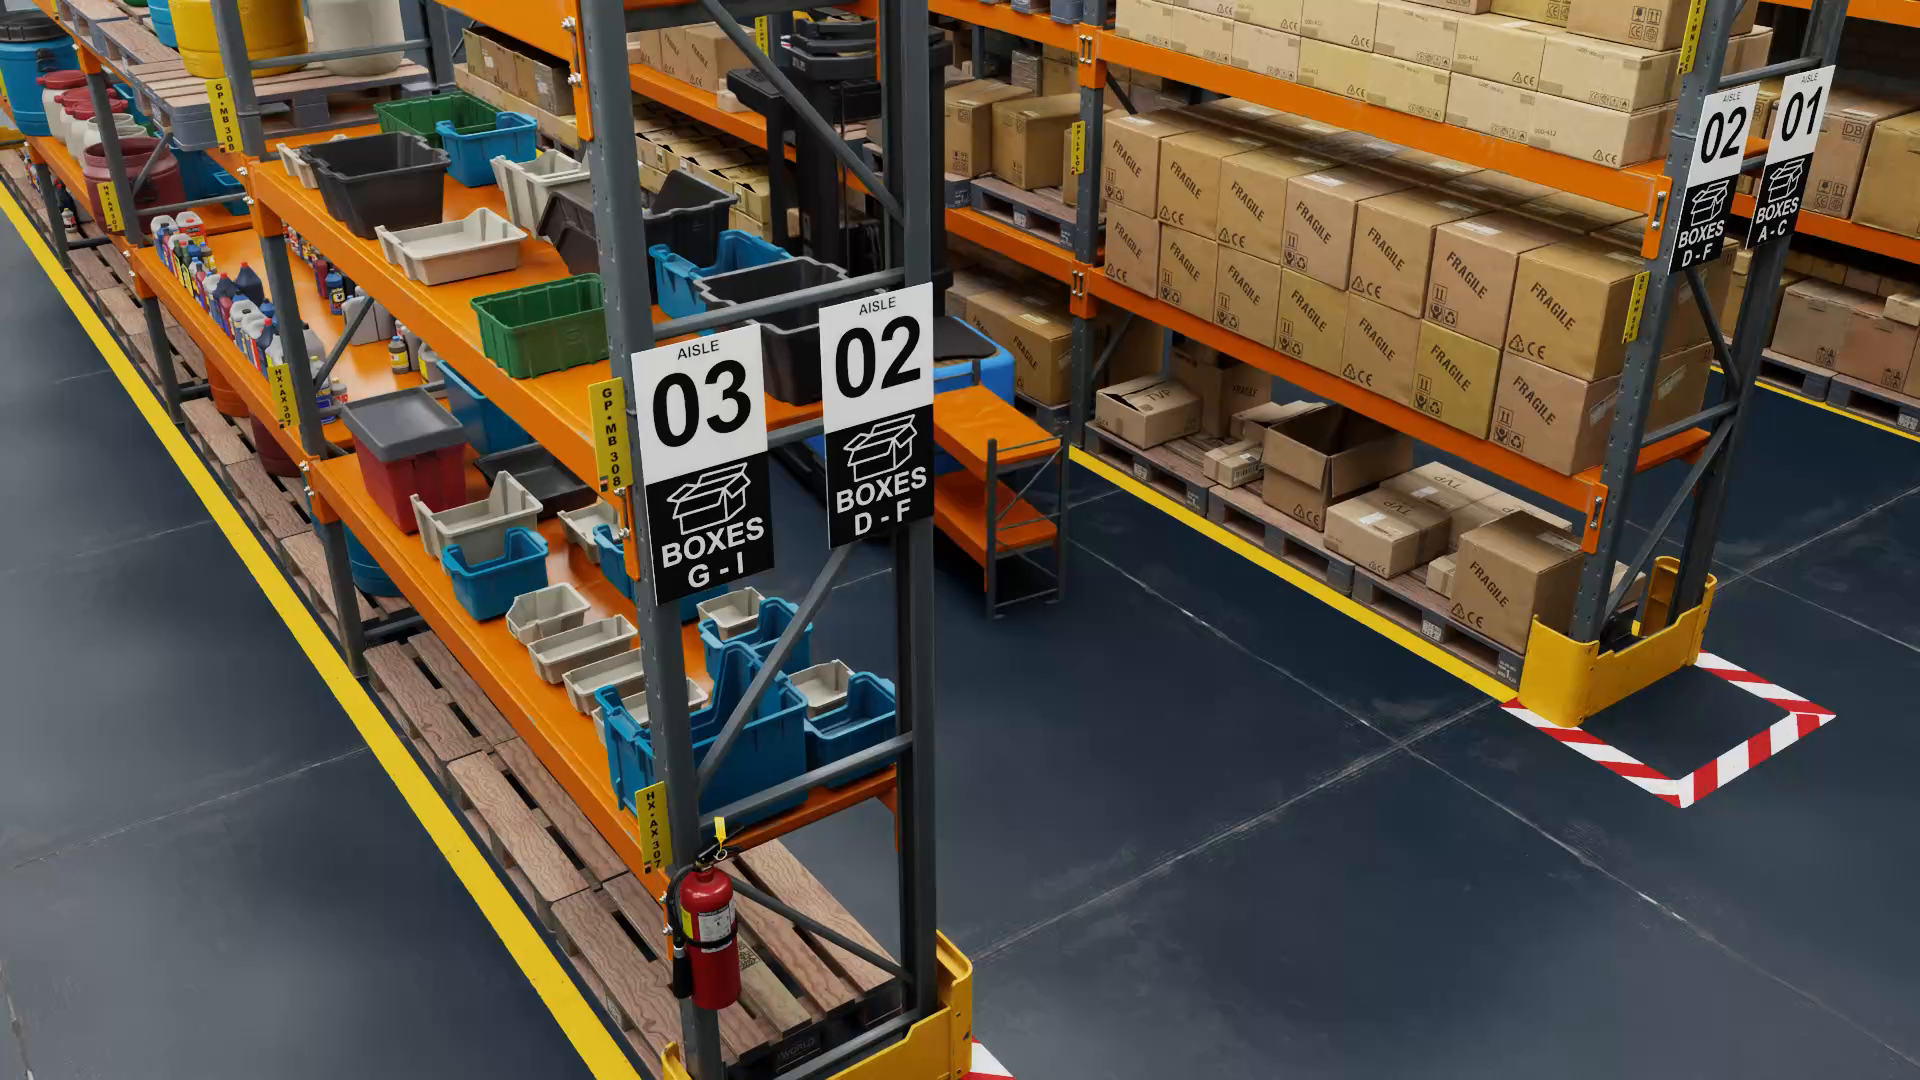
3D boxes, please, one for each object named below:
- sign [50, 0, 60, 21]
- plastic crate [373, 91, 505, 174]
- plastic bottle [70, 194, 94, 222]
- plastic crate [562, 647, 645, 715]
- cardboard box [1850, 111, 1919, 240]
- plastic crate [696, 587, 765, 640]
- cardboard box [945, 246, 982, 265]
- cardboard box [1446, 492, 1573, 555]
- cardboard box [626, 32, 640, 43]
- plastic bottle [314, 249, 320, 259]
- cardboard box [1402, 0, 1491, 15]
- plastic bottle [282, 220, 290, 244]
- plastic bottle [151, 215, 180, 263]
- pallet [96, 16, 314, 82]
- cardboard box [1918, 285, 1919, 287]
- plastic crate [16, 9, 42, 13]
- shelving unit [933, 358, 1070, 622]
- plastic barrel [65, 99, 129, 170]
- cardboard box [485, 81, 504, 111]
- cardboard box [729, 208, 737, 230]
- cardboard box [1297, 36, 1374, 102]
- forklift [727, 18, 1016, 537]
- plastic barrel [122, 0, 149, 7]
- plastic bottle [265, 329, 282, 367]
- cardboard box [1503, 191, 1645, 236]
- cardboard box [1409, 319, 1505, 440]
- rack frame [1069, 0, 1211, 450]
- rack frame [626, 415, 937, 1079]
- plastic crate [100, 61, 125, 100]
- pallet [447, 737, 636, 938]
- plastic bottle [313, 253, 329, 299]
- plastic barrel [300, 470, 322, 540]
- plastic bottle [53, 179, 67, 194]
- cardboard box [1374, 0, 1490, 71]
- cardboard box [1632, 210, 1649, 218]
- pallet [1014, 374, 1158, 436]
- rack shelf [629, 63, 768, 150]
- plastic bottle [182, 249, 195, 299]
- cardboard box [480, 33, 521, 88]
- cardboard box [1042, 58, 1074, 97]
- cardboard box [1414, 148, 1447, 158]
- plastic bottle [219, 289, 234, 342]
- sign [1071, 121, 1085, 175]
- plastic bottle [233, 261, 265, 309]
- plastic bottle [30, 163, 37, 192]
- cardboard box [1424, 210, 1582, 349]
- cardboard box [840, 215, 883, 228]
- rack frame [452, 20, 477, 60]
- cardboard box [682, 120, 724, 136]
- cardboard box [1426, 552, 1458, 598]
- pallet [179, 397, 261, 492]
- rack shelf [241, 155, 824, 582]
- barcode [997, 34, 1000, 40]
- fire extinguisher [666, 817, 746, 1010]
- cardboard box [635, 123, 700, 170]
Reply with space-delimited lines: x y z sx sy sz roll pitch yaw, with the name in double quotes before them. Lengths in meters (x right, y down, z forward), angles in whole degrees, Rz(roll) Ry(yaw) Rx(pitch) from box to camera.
"sign" -5.612 -3.402 10.338 0.100 0.325 0.005 -19 34 -31
"plastic crate" -2.356 -1.874 7.637 0.450 0.188 0.662 -19 34 -31
"plastic bottle" -7.979 -3.080 15.093 0.144 0.351 0.185 -19 34 -31
"plastic crate" -1.304 0.531 6.343 0.396 0.136 0.243 -19 34 -31
"cardboard box" 6.807 -2.525 11.442 0.980 0.700 0.700 -19 34 -31
"plastic crate" -0.915 0.316 6.739 0.250 0.136 0.298 -19 34 -31
"cardboard box" 0.212 -2.048 13.036 0.500 0.500 0.500 -20 34 -32
"cardboard box" 3.135 -0.014 9.553 0.500 0.250 0.500 -19 34 -31
"cardboard box" -3.130 -4.965 16.406 0.500 0.250 0.500 -16 33 -28
"plastic bottle" -4.061 -1.792 10.615 0.097 0.201 0.097 0 29 0
"cardboard box" 2.600 -2.924 8.196 0.700 0.500 0.500 -19 34 -31
"plastic bottle" -4.534 -2.109 11.198 0.097 0.201 0.097 0 29 0
"plastic bottle" -5.180 -1.973 10.870 0.152 0.276 0.135 -19 34 -31
"pallet" -4.042 -2.683 9.102 1.003 0.211 1.213 -19 34 -31
"cardboard box" 6.996 -1.737 11.804 0.380 0.149 0.250 -19 34 -31
"plastic crate" -9.274 -5.218 16.871 0.499 0.251 0.616 -19 34 -31
"shelving unit" 0.135 -0.309 9.640 0.538 1.125 1.048 -14 32 -24
"plastic barrel" -6.435 -3.014 12.514 0.433 0.535 0.433 0 29 0
"cardboard box" -5.059 -5.083 18.908 0.500 0.250 0.500 -19 34 -31
"cardboard box" -1.937 -2.968 15.012 0.500 0.250 0.500 -19 34 -31
"cardboard box" 2.138 -2.511 8.745 0.500 0.250 0.500 -19 34 -31
"forklift" -0.789 -1.978 10.821 1.130 2.935 3.031 -14 32 -24
"plastic barrel" -4.741 -3.244 9.660 0.294 0.245 0.294 0 29 0
"plastic bottle" -3.648 -0.975 8.954 0.144 0.351 0.185 -19 34 -31
"cardboard box" 3.157 -1.475 8.670 0.500 0.500 0.500 -18 33 -30
"cardboard box" 2.724 -0.888 8.638 0.500 0.500 0.500 -18 34 -30
"rack frame" 1.189 -2.100 10.974 1.000 3.000 0.127 -19 34 -31
"rack frame" -0.528 0.825 5.588 1.000 3.000 0.127 -19 34 -31
"plastic crate" -6.958 -3.765 13.972 0.402 0.464 0.583 -19 34 -31
"pallet" -1.678 1.245 7.736 1.003 0.211 1.213 -19 34 -31
"plastic bottle" -3.933 -1.639 10.247 0.061 0.283 0.133 -19 34 -31
"plastic barrel" -3.560 -0.484 9.757 0.600 0.901 0.708 -19 34 -31
"plastic bottle" -8.208 -3.115 15.157 0.144 0.351 0.185 -21 35 -33
"cardboard box" 2.427 -2.536 8.266 0.500 0.250 0.500 -19 34 -31
"cardboard box" 5.650 -2.636 13.460 0.380 0.149 0.250 -19 34 -31
"pallet" 0.687 -1.180 12.202 1.003 0.211 1.213 -19 34 -31
"rack shelf" -2.291 -4.116 15.440 1.077 0.370 4.000 -19 34 -31
"plastic bottle" -4.738 -1.642 10.253 0.061 0.283 0.133 -19 34 -31
"cardboard box" -5.049 -5.416 18.735 0.500 0.500 0.500 -19 34 -31
"cardboard box" 1.363 -5.209 18.857 0.700 0.500 0.500 -20 34 -32
"cardboard box" 4.221 -3.274 14.948 0.750 0.750 0.750 -18 33 -29
"plastic bottle" -4.228 -1.301 9.624 0.061 0.283 0.133 -19 34 -31
"sign" 0.739 -2.454 10.412 0.100 0.325 0.005 -19 34 -31
"plastic bottle" -4.241 -1.498 9.917 0.144 0.351 0.185 -19 34 -31
"plastic bottle" -8.812 -3.465 15.886 0.097 0.271 0.097 0 29 0
"cardboard box" 2.734 -1.321 8.388 0.500 0.500 0.500 -18 33 -29
"cardboard box" -0.791 -2.292 13.485 0.500 0.500 0.500 -20 34 -32
"rack frame" -5.771 -6.765 19.564 1.000 3.000 0.127 -19 34 -31
"cardboard box" -2.388 -3.959 16.251 0.500 0.311 0.500 -19 34 -31
"cardboard box" 2.832 0.181 9.281 0.380 0.166 0.250 -19 34 -31
"pallet" -4.677 -0.765 11.437 1.003 0.211 1.213 -19 34 -31
"rack shelf" -1.688 -0.955 6.476 1.077 0.370 4.000 -19 34 -31
"barcode" 0.464 -6.095 20.152 0.001 0.075 0.075 -19 34 -31
"fire extinguisher" -0.810 1.207 5.356 0.296 0.674 0.183 -19 34 -31
"cardboard box" -2.827 -3.806 15.969 0.500 0.311 0.500 -20 34 -32
